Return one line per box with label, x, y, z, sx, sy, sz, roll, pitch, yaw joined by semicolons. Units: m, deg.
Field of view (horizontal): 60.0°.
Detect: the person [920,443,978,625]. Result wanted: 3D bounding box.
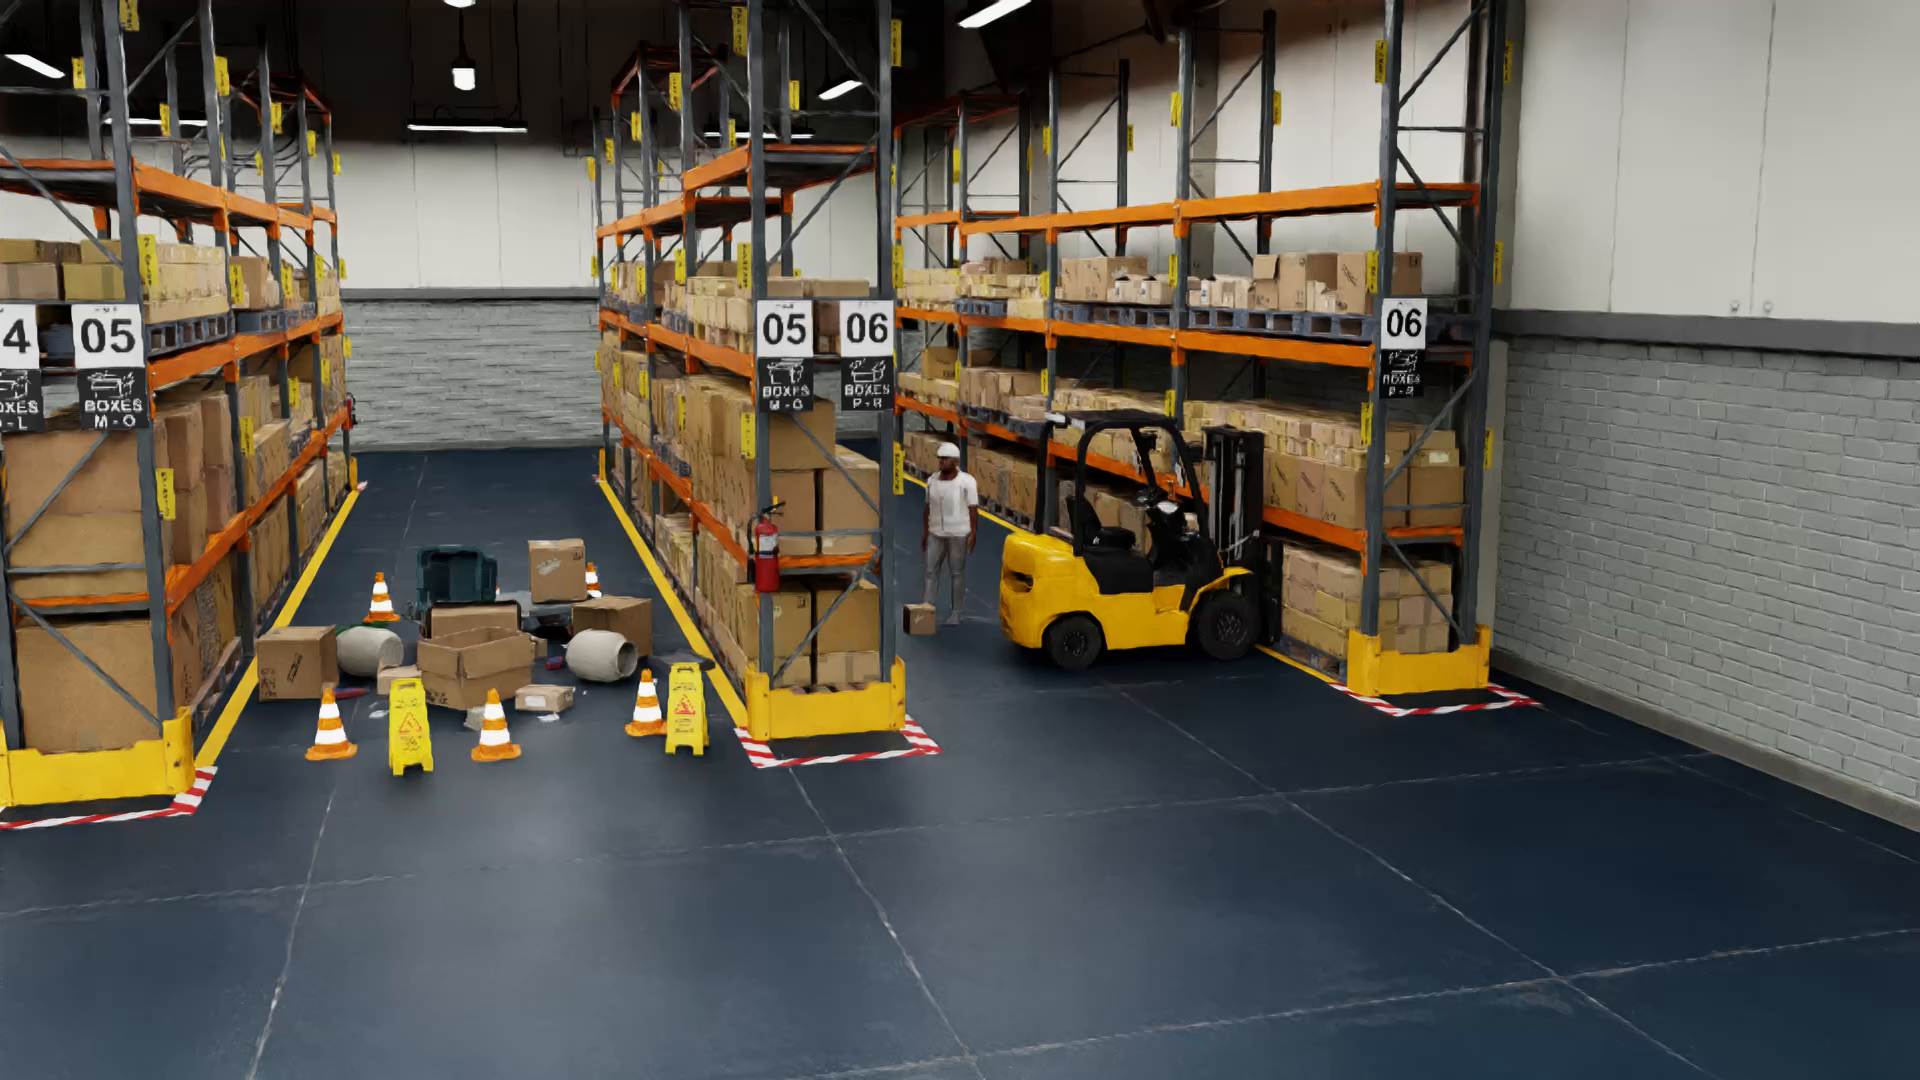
person;-0.147;-0.046;16.013;0.578;1.769;0.571;4;10;26
